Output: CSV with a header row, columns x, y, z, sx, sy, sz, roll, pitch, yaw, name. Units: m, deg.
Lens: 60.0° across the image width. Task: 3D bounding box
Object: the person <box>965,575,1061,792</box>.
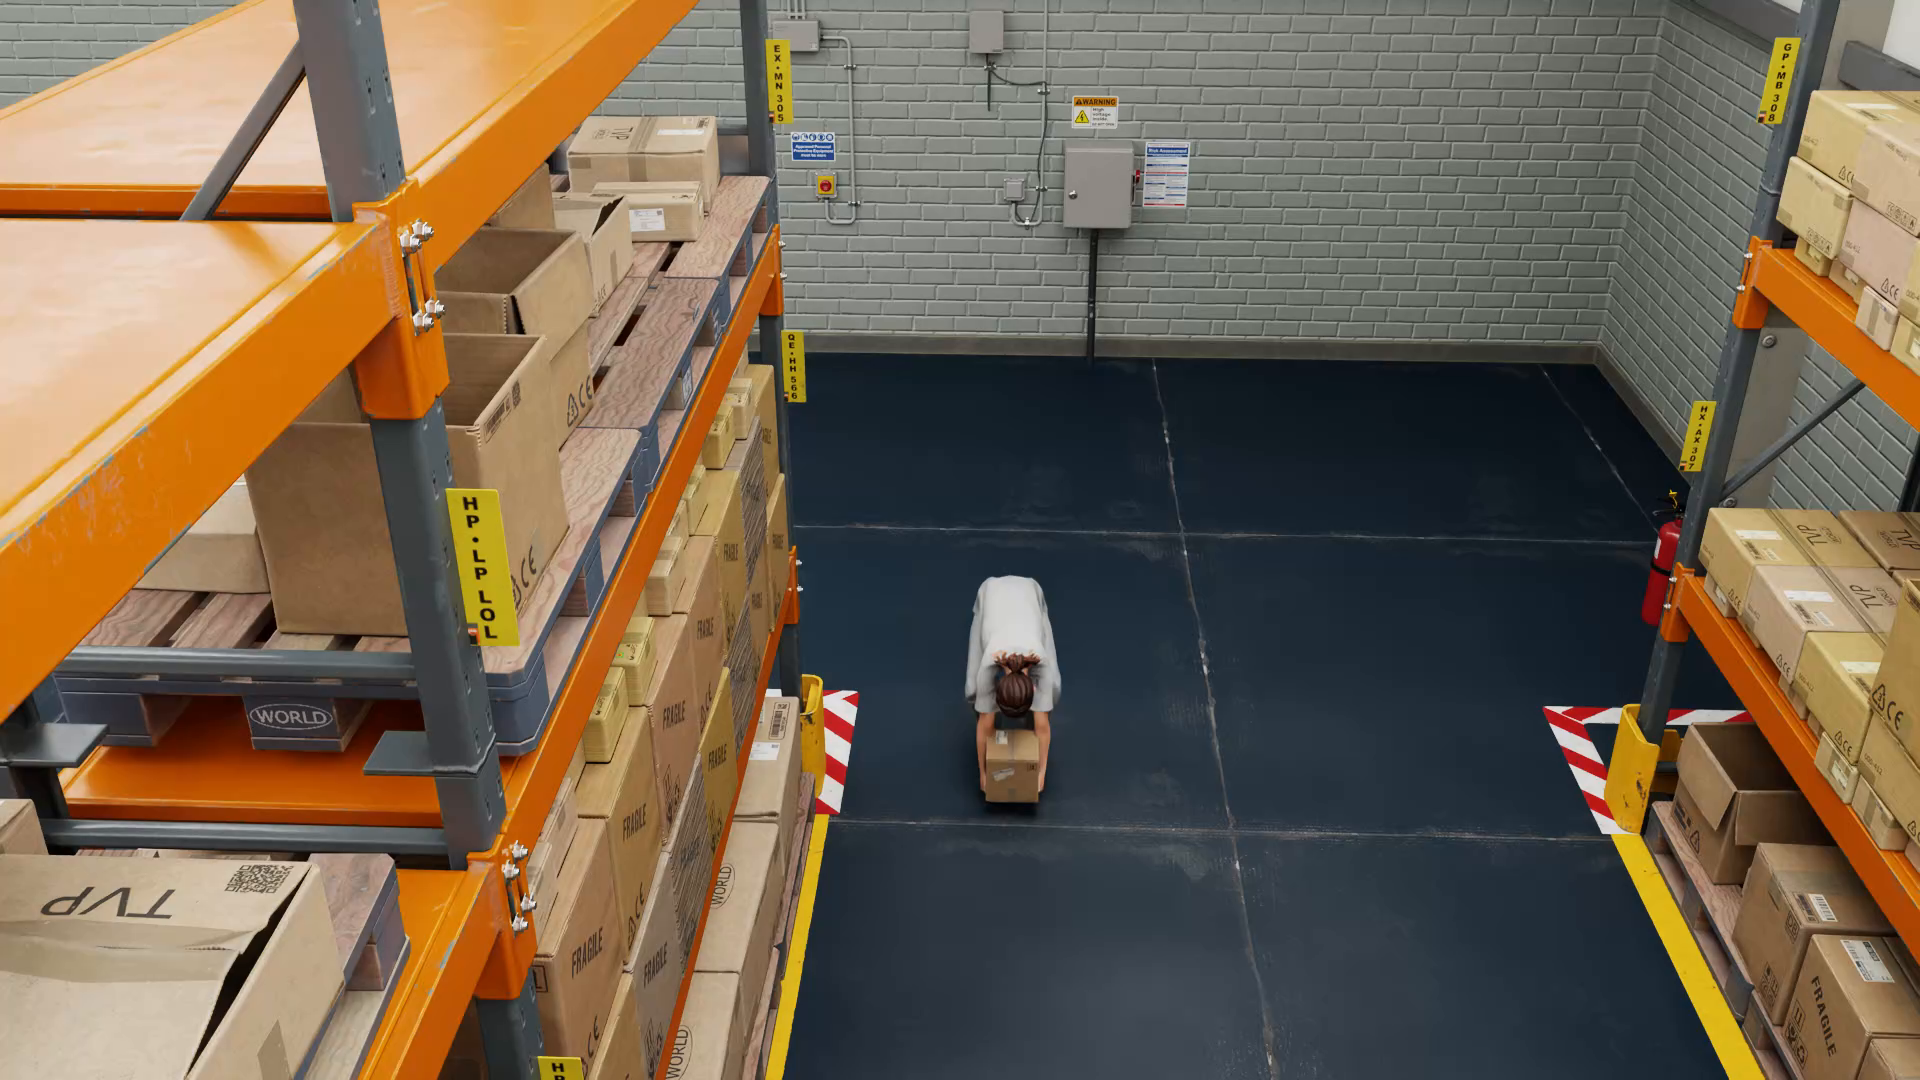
x,y,z,sx,sy,sz,roll,pitch,yaw,name
0.259,0.735,8.113,0.468,0.857,0.847,0,28,-1,person
